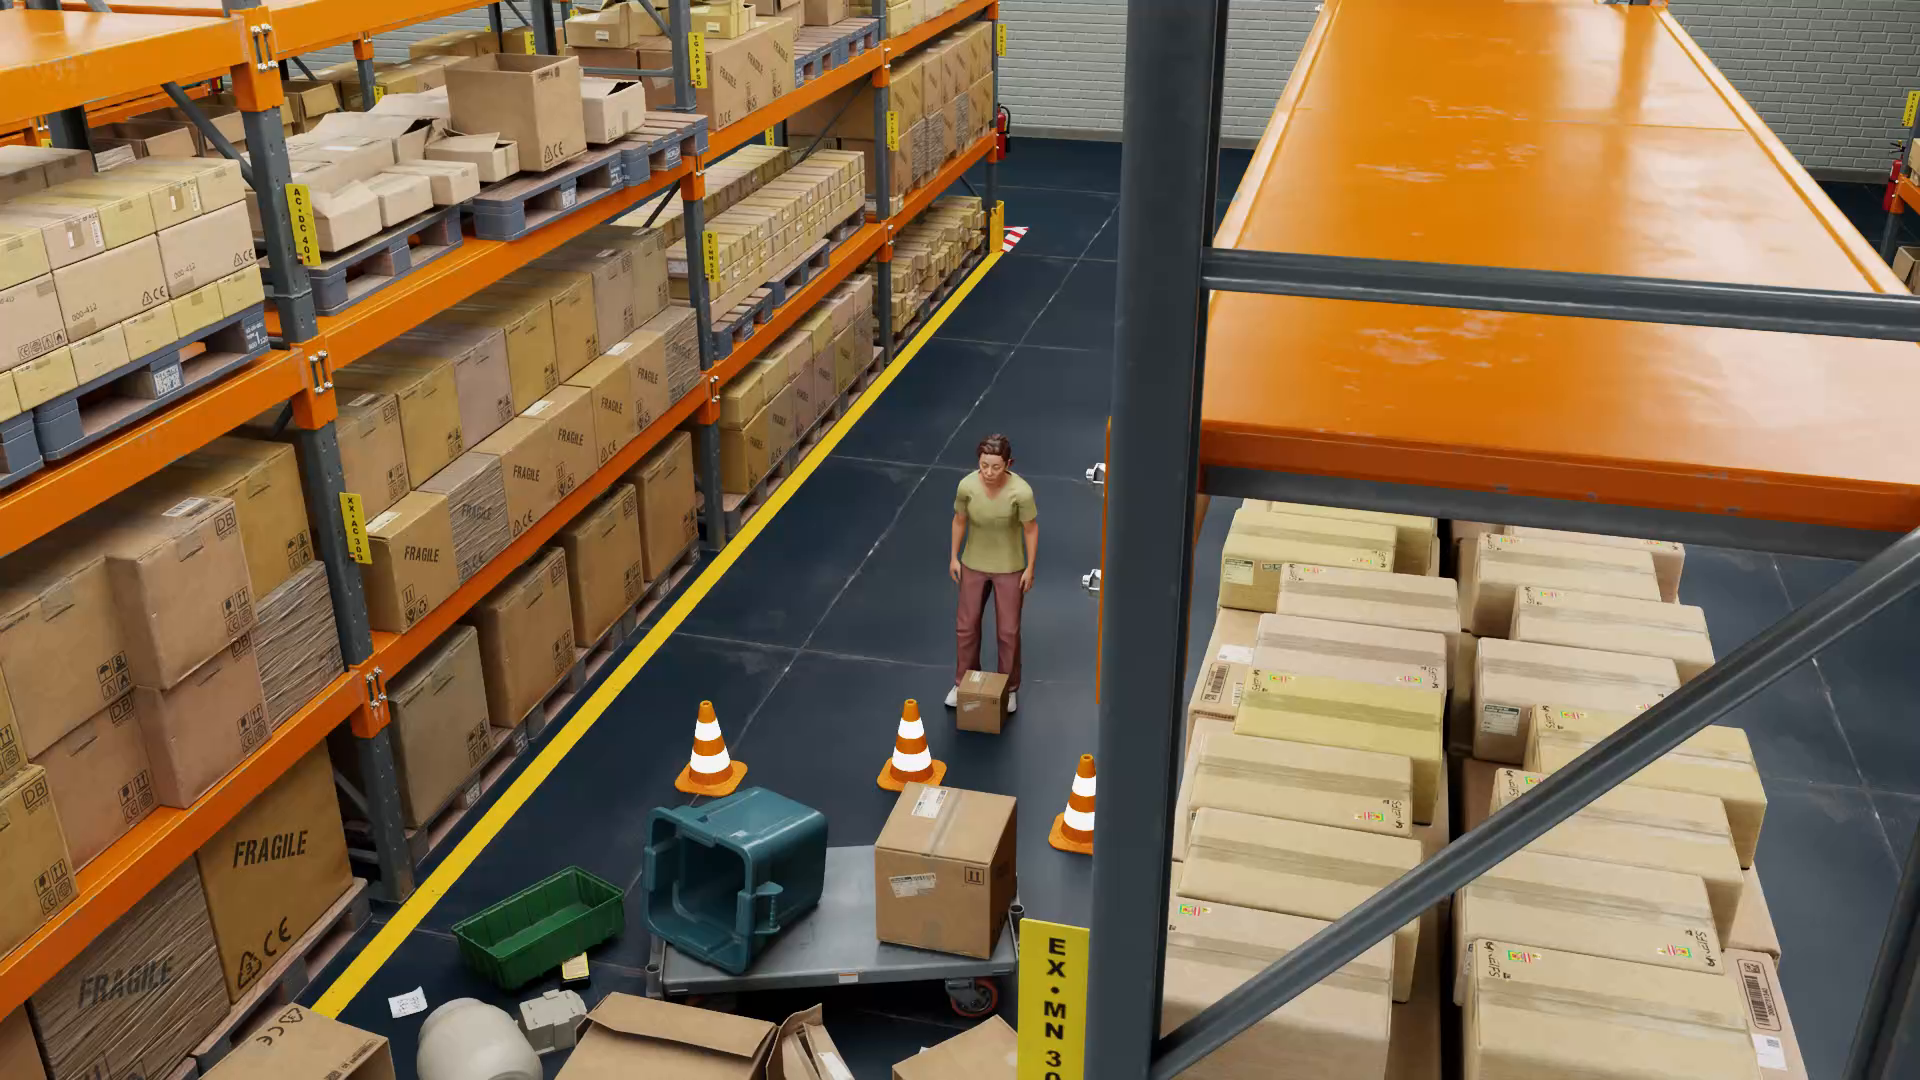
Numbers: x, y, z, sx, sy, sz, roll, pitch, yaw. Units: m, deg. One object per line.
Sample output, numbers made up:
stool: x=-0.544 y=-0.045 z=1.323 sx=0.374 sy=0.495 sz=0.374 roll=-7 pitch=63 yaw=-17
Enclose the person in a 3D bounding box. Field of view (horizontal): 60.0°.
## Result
person: x=0.181 y=0.170 z=9.342 sx=0.498 sy=1.672 sz=0.360 roll=6 pitch=26 yaw=13
